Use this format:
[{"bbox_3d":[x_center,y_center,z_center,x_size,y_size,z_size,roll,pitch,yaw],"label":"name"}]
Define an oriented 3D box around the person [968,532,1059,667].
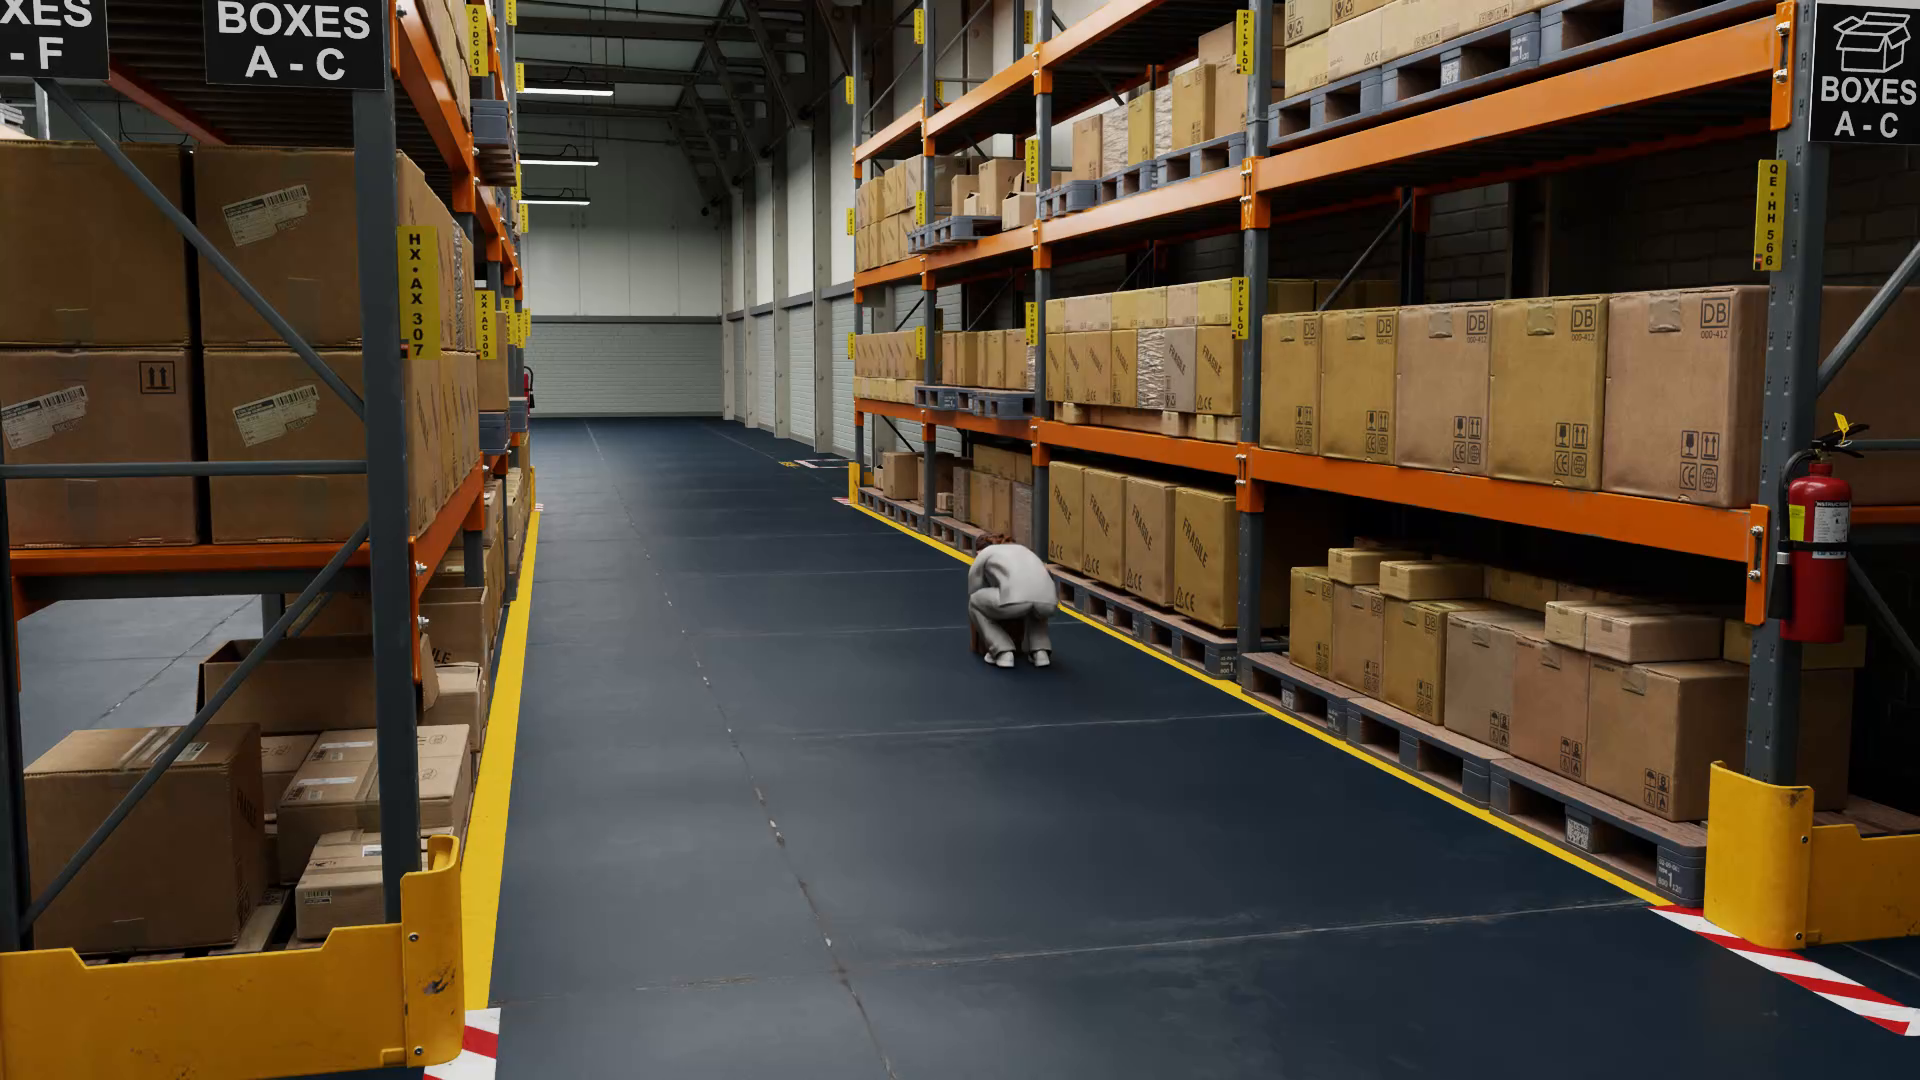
[{"bbox_3d":[0.299,0.371,9.834,0.470,0.816,0.837,-2,6,-15],"label":"person"}]
